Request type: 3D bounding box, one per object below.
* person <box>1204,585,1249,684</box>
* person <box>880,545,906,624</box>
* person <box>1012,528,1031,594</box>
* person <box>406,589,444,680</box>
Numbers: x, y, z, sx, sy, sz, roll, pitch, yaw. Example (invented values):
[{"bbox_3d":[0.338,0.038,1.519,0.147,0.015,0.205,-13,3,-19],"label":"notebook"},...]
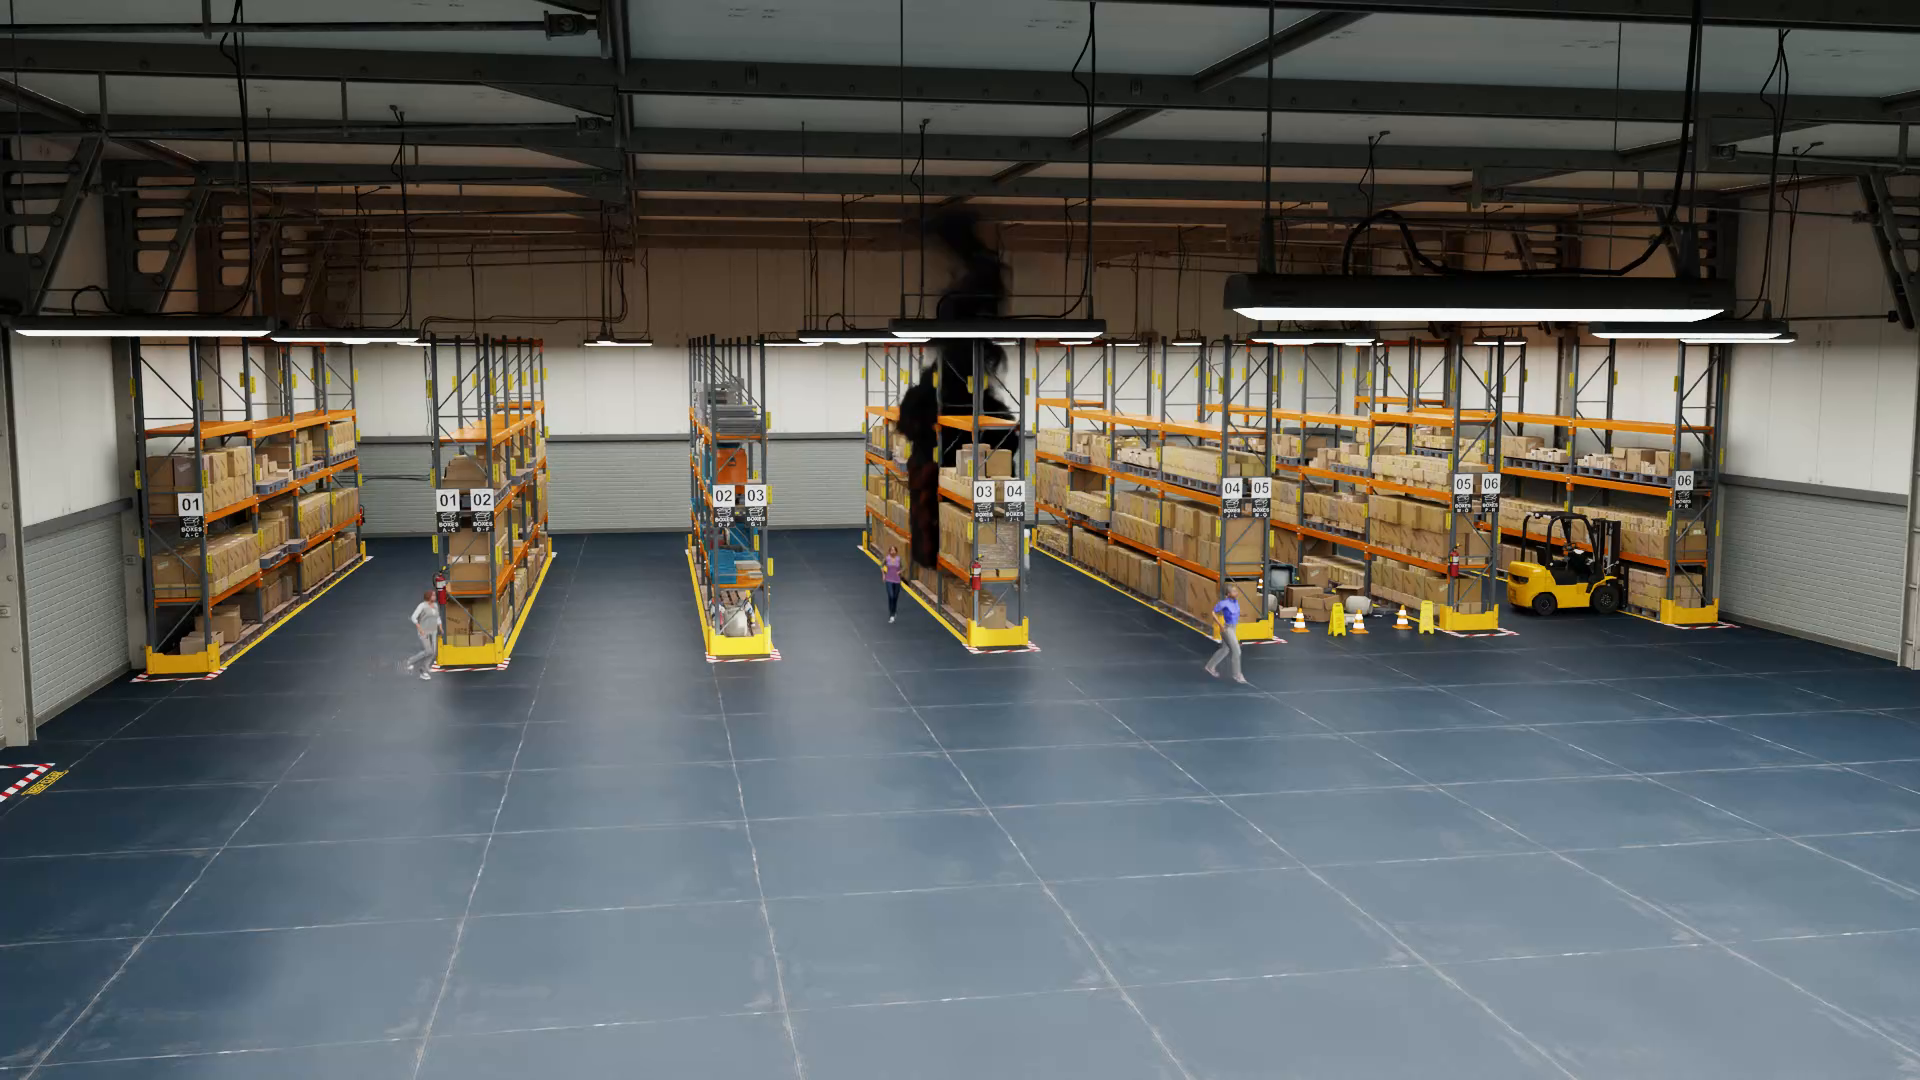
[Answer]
[{"bbox_3d":[4.636,1.617,28.775,0.828,1.704,0.556,4,8,31],"label":"person"},{"bbox_3d":[-1.401,0.907,35.132,0.528,1.624,0.786,-1,7,-11],"label":"person"},{"bbox_3d":[1.427,0.351,39.283,0.674,1.825,0.717,-2,7,-16],"label":"person"},{"bbox_3d":[-9.328,1.634,29.082,0.531,1.542,0.598,3,7,27],"label":"person"}]
